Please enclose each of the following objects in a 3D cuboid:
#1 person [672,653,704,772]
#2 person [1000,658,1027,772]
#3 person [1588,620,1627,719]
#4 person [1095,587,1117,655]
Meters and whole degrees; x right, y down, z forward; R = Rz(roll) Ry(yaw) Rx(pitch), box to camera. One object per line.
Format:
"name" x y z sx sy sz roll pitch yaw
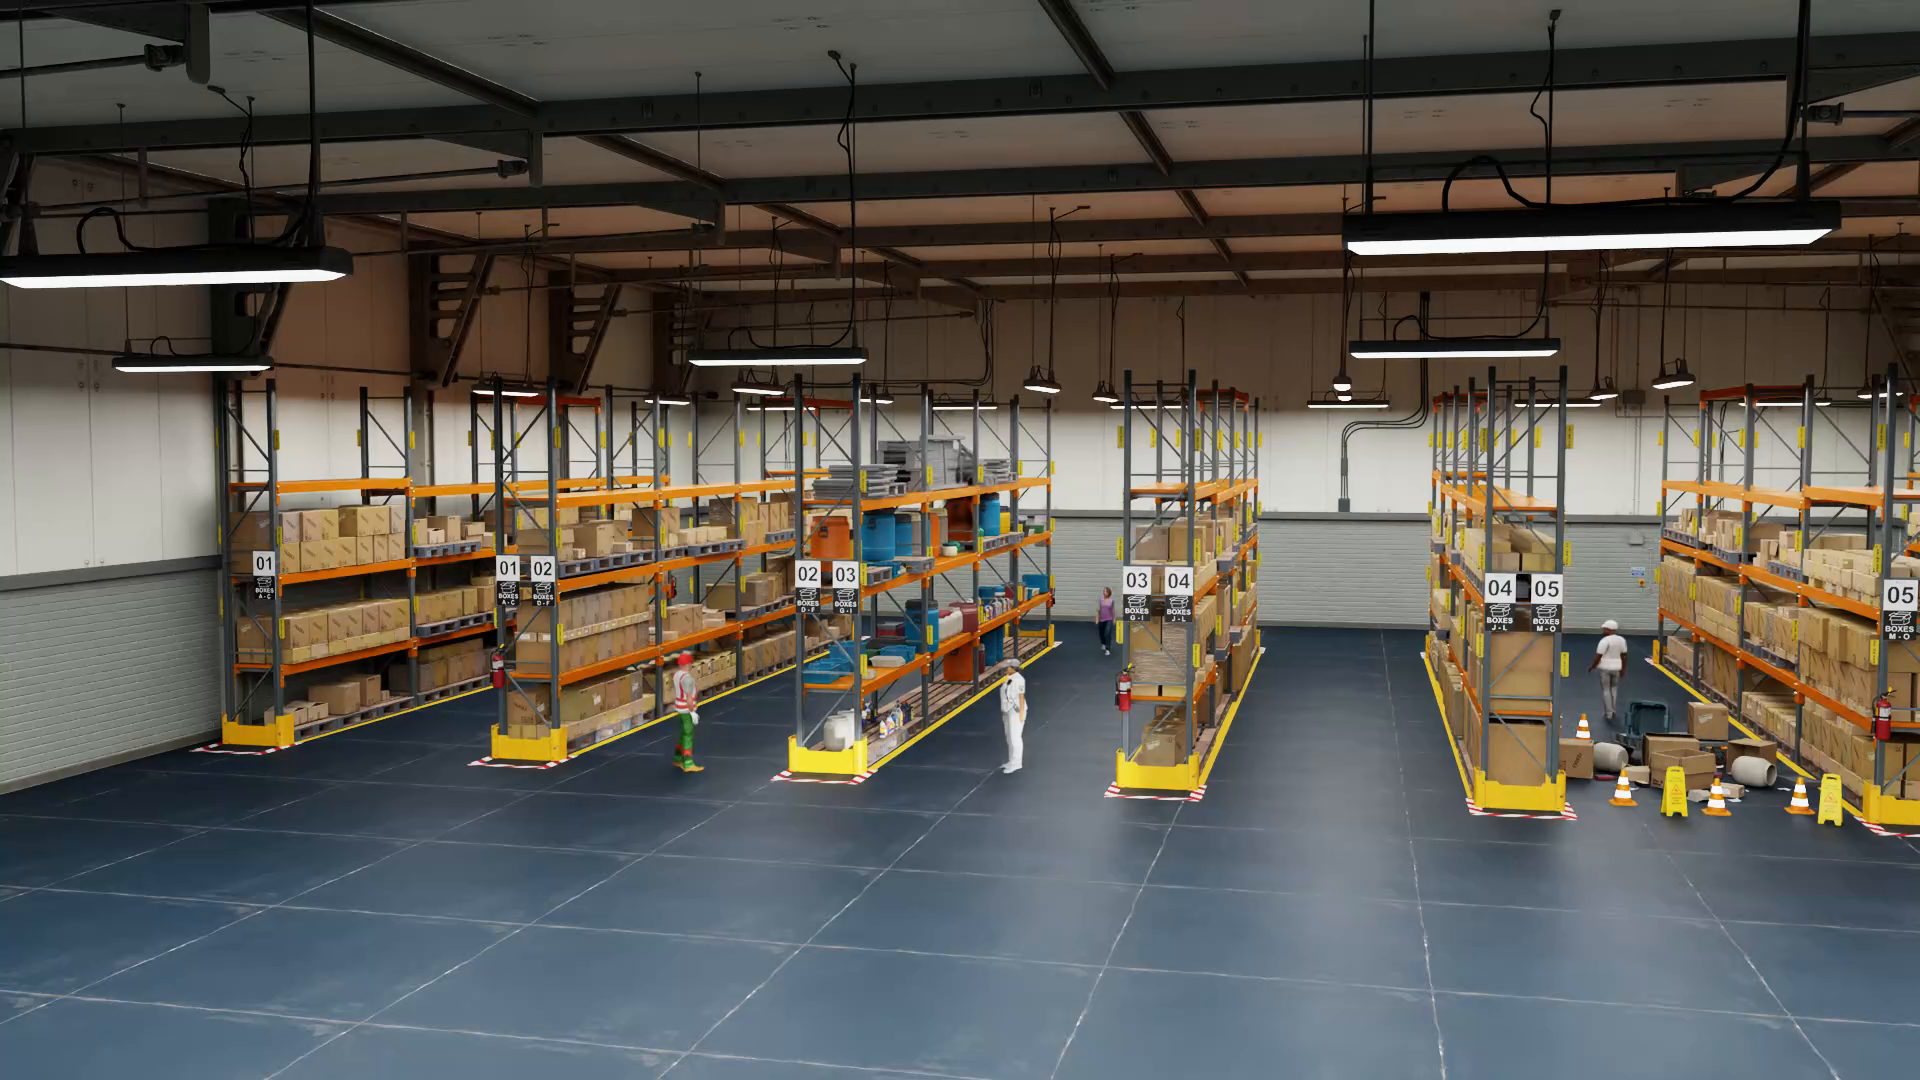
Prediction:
"person" -4.120 2.616 25.176 0.442 1.825 0.607 -1 4 -17
"person" 0.791 2.654 25.349 0.457 1.678 0.611 -1 4 -20
"person" 11.625 2.331 29.817 0.655 1.795 0.693 0 3 7
"person" 3.436 1.883 38.914 0.506 1.558 0.776 1 4 13
